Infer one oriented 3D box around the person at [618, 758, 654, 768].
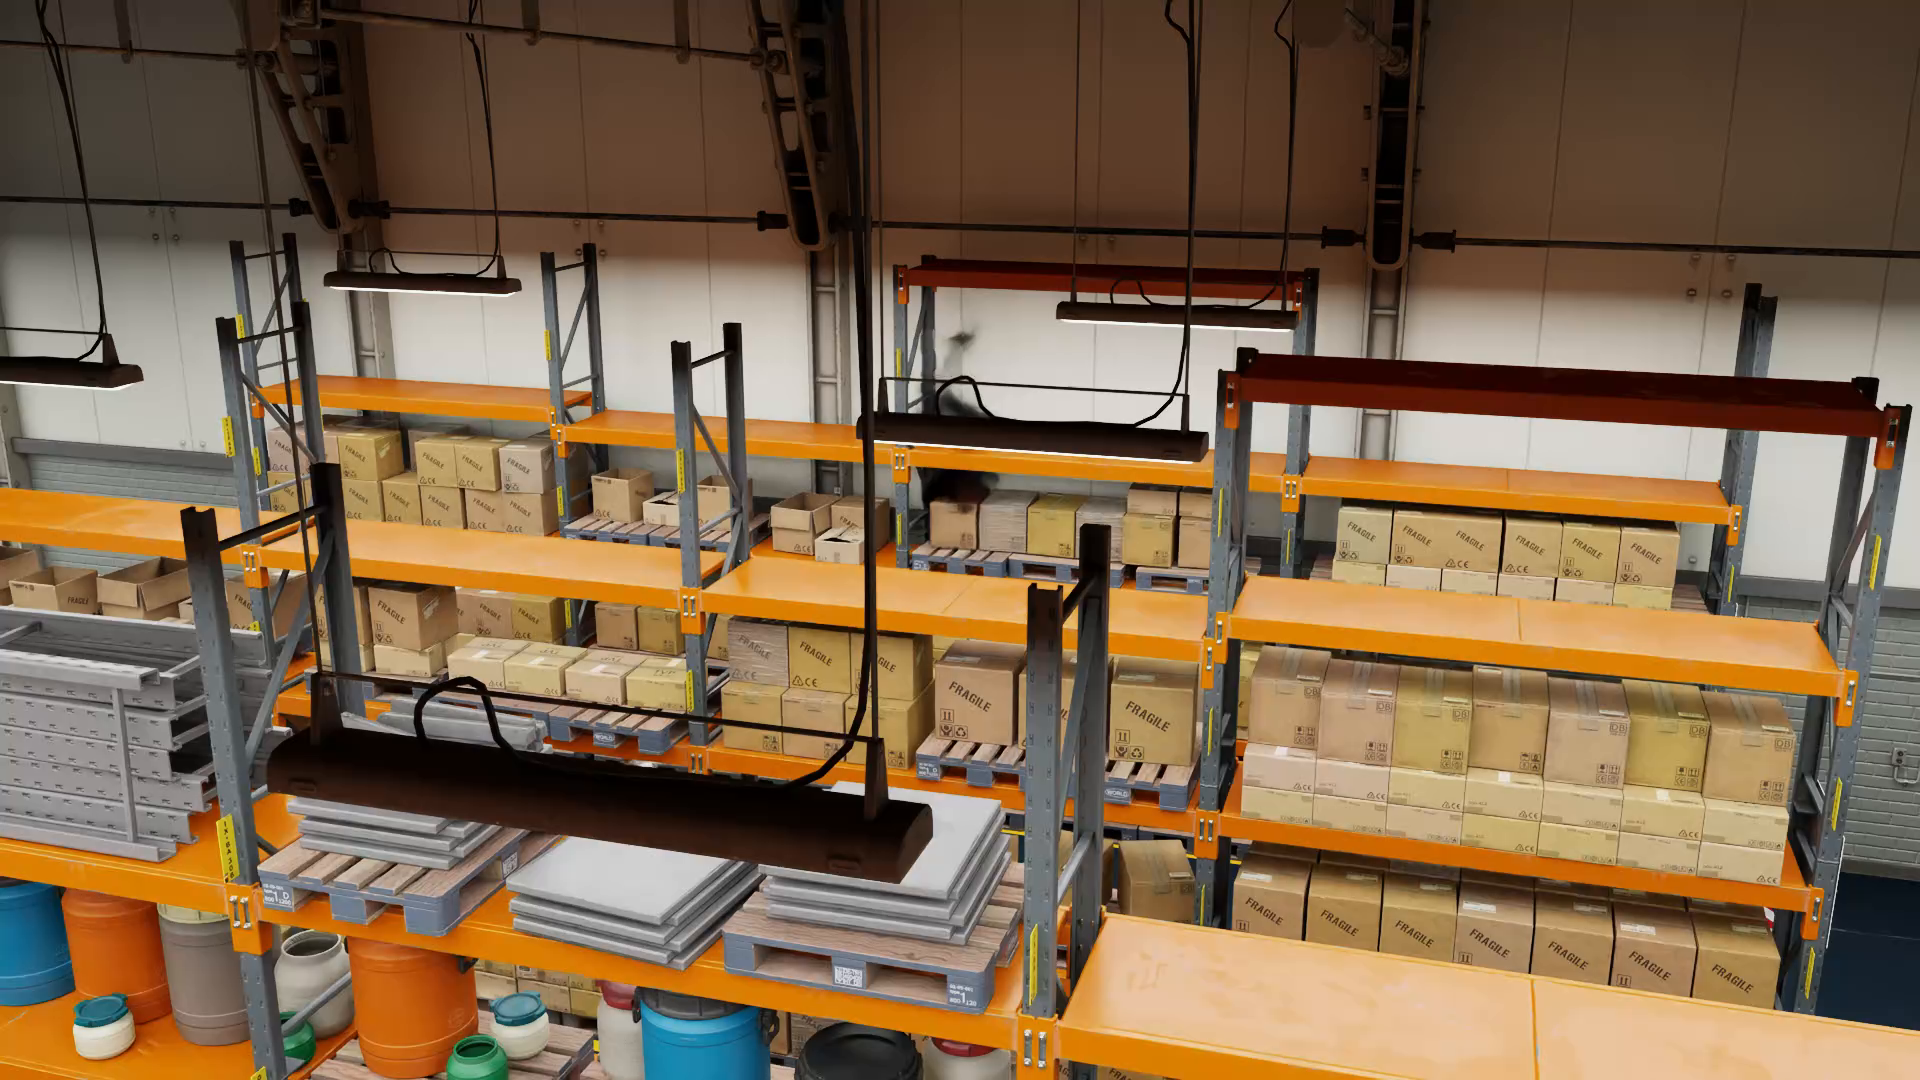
[{"bbox_3d":[-3.160,2.691,16.299,0.580,1.727,0.647,2,16,6],"label":"person"}]
